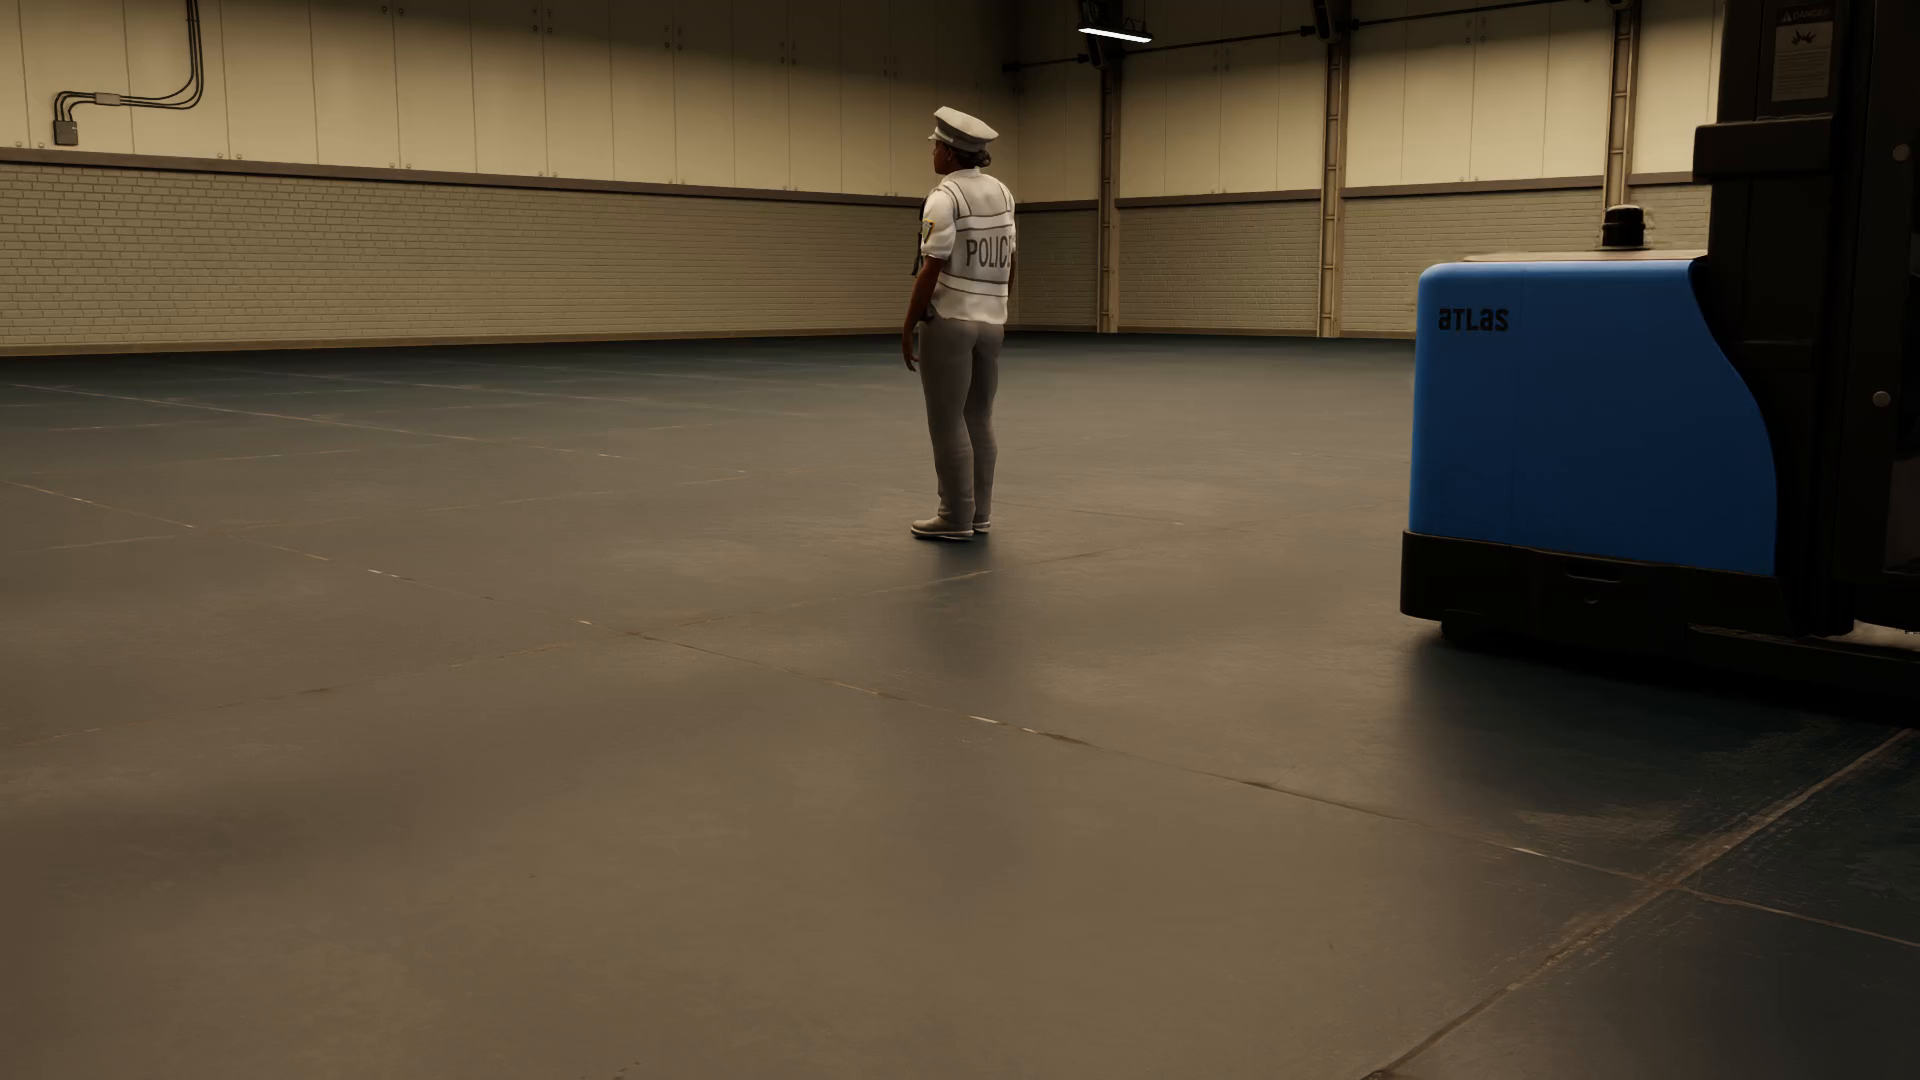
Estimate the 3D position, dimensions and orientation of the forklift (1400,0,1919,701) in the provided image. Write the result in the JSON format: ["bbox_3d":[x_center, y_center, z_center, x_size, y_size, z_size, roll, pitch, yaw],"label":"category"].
[{"bbox_3d":[2.657,-1.057,3.892,1.130,2.935,3.031,-8,12,-43],"label":"forklift"}]

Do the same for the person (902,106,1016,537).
[{"bbox_3d":[-0.040,-0.855,6.656,0.530,1.695,0.569,8,12,43],"label":"person"}]
